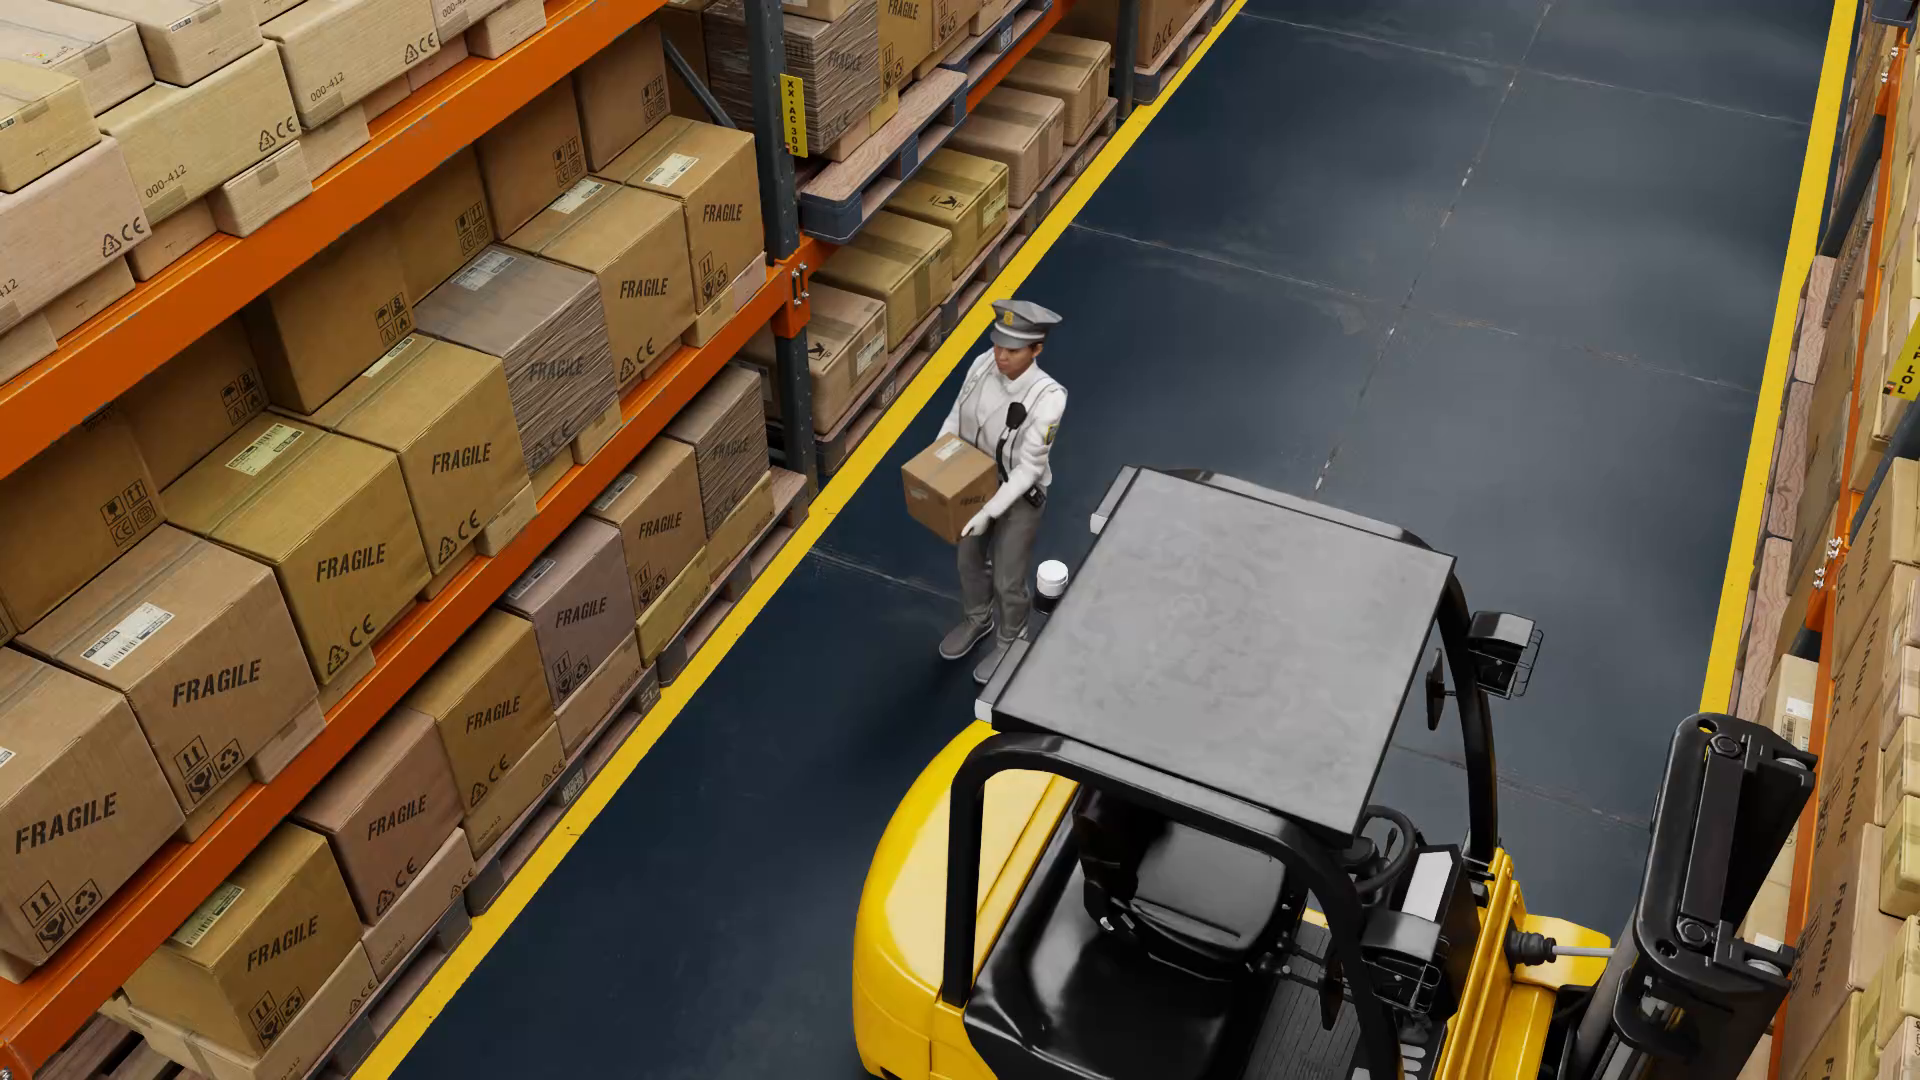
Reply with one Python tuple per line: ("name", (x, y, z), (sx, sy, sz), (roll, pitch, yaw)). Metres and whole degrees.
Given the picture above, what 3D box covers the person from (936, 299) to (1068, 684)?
("person", (0.110, -0.161, 6.322), (0.558, 1.686, 0.458), (-34, 52, -31))
